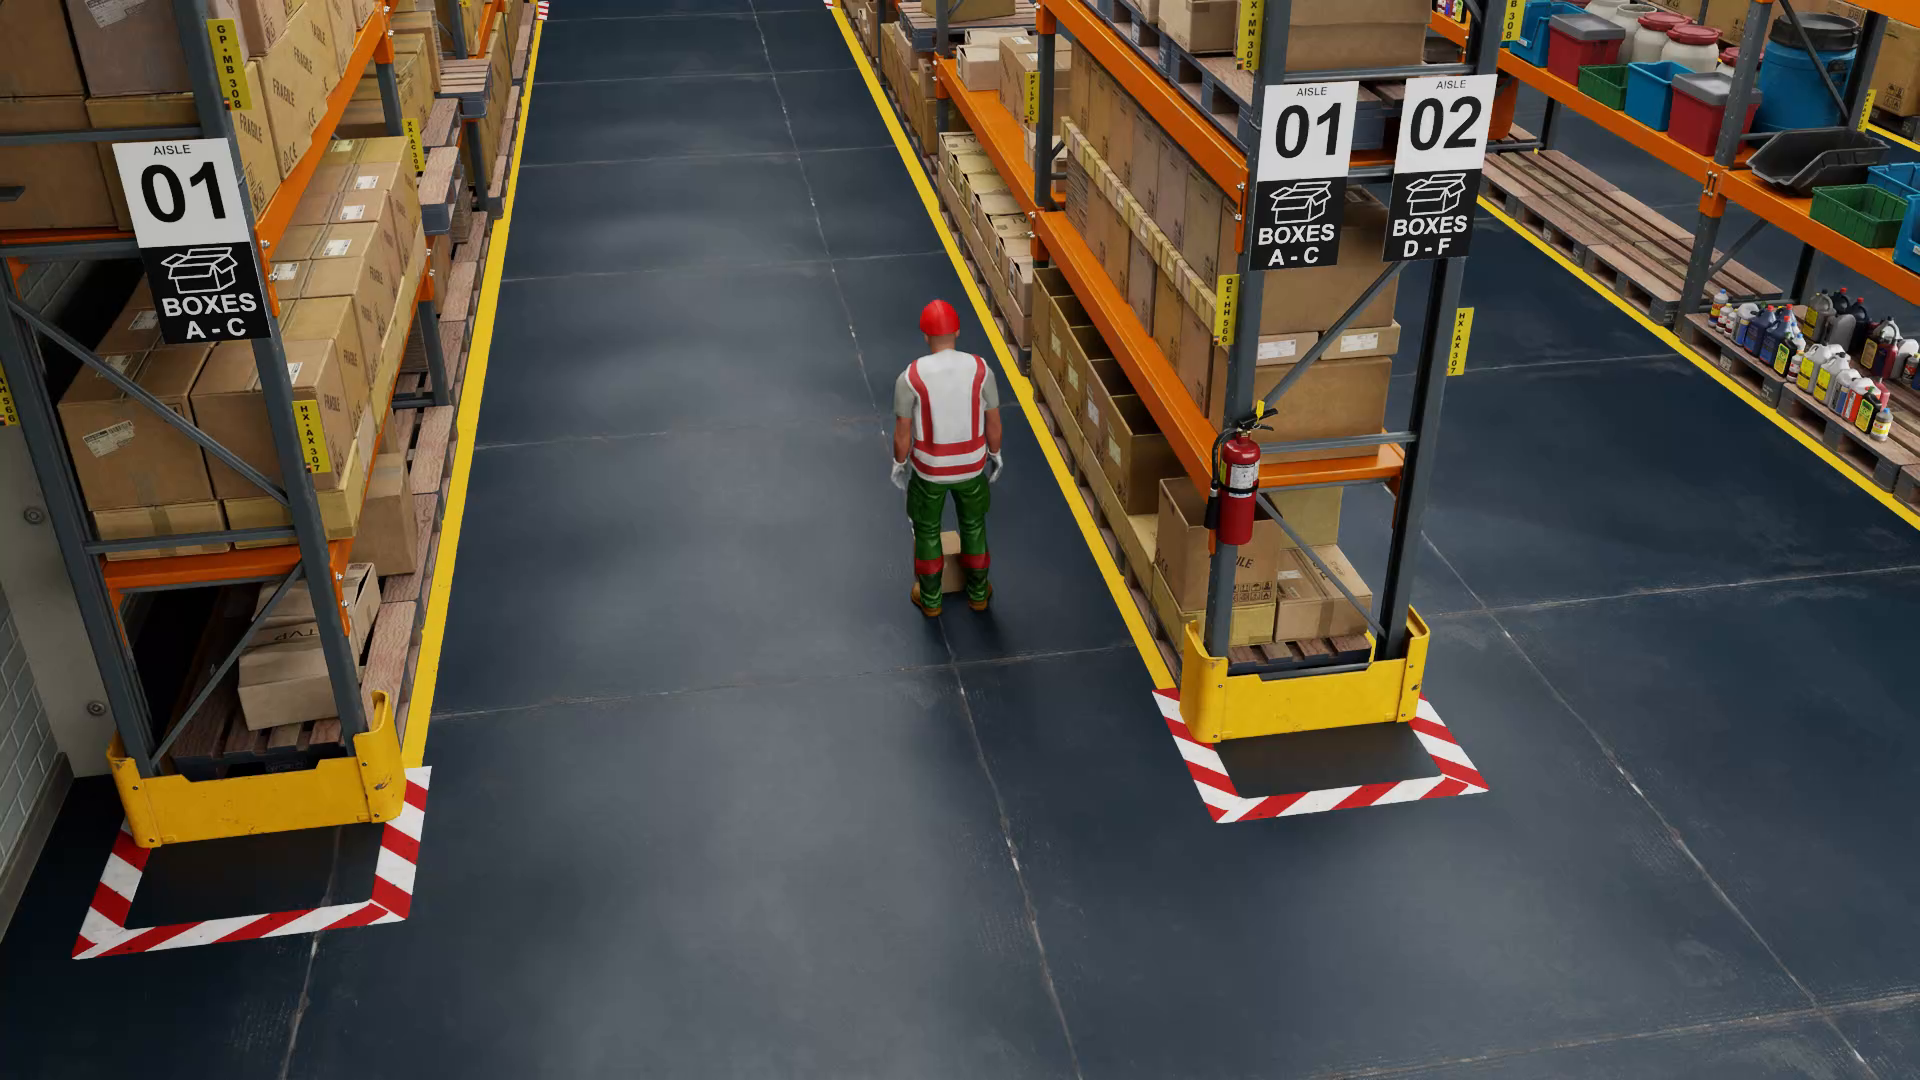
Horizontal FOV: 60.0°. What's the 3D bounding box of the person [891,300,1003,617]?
[{"bbox_3d":[-0.067,-0.411,8.829,0.603,1.775,0.451,-6,31,-10],"label":"person"}]
